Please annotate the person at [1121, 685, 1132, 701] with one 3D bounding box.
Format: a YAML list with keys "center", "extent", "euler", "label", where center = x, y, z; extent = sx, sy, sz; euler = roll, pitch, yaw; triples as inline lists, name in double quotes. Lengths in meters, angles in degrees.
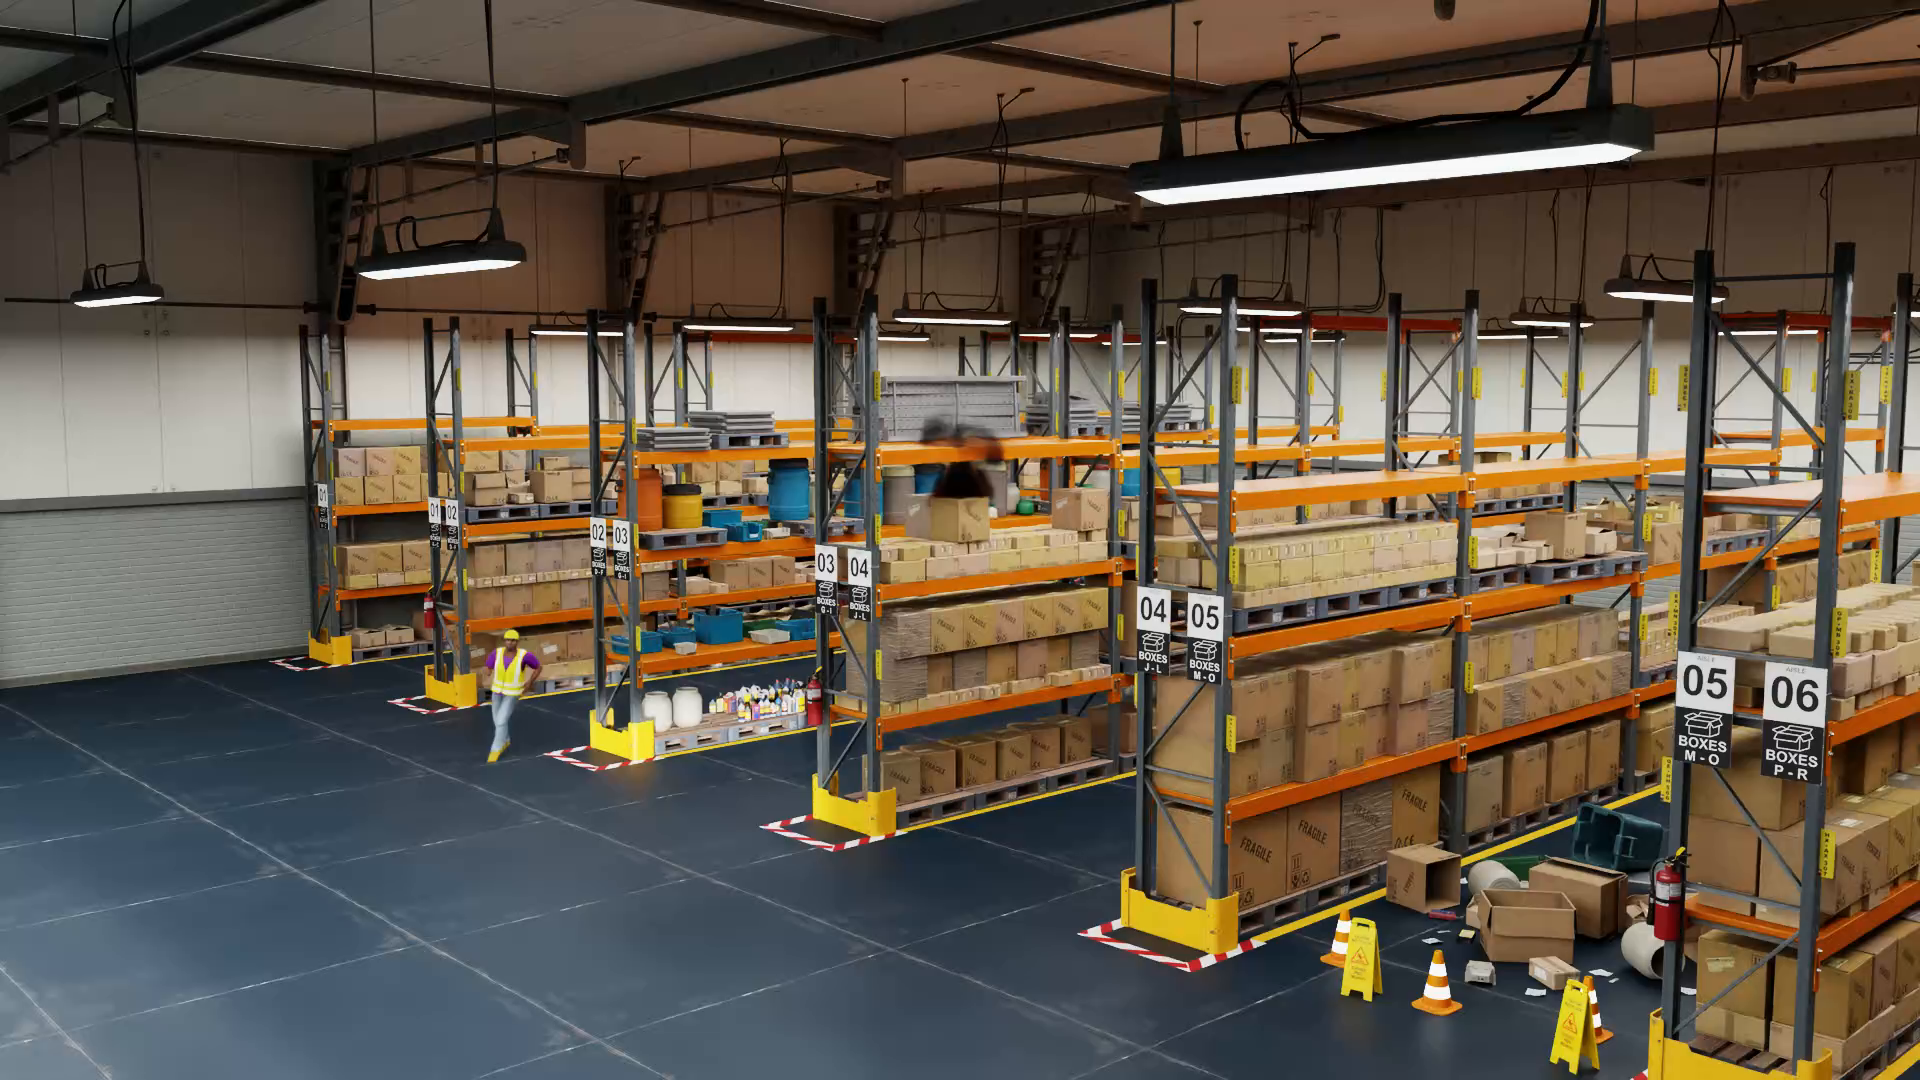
- center: [2.505, 1.688, 25.768]
  extent: [0.720, 1.759, 0.896]
  euler: [4, 7, 33]
  label: "person"

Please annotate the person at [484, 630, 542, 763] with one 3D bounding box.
- center: [-6.014, 2.069, 22.199]
  extent: [0.703, 1.783, 0.716]
  euler: [1, 6, 14]
  label: "person"
